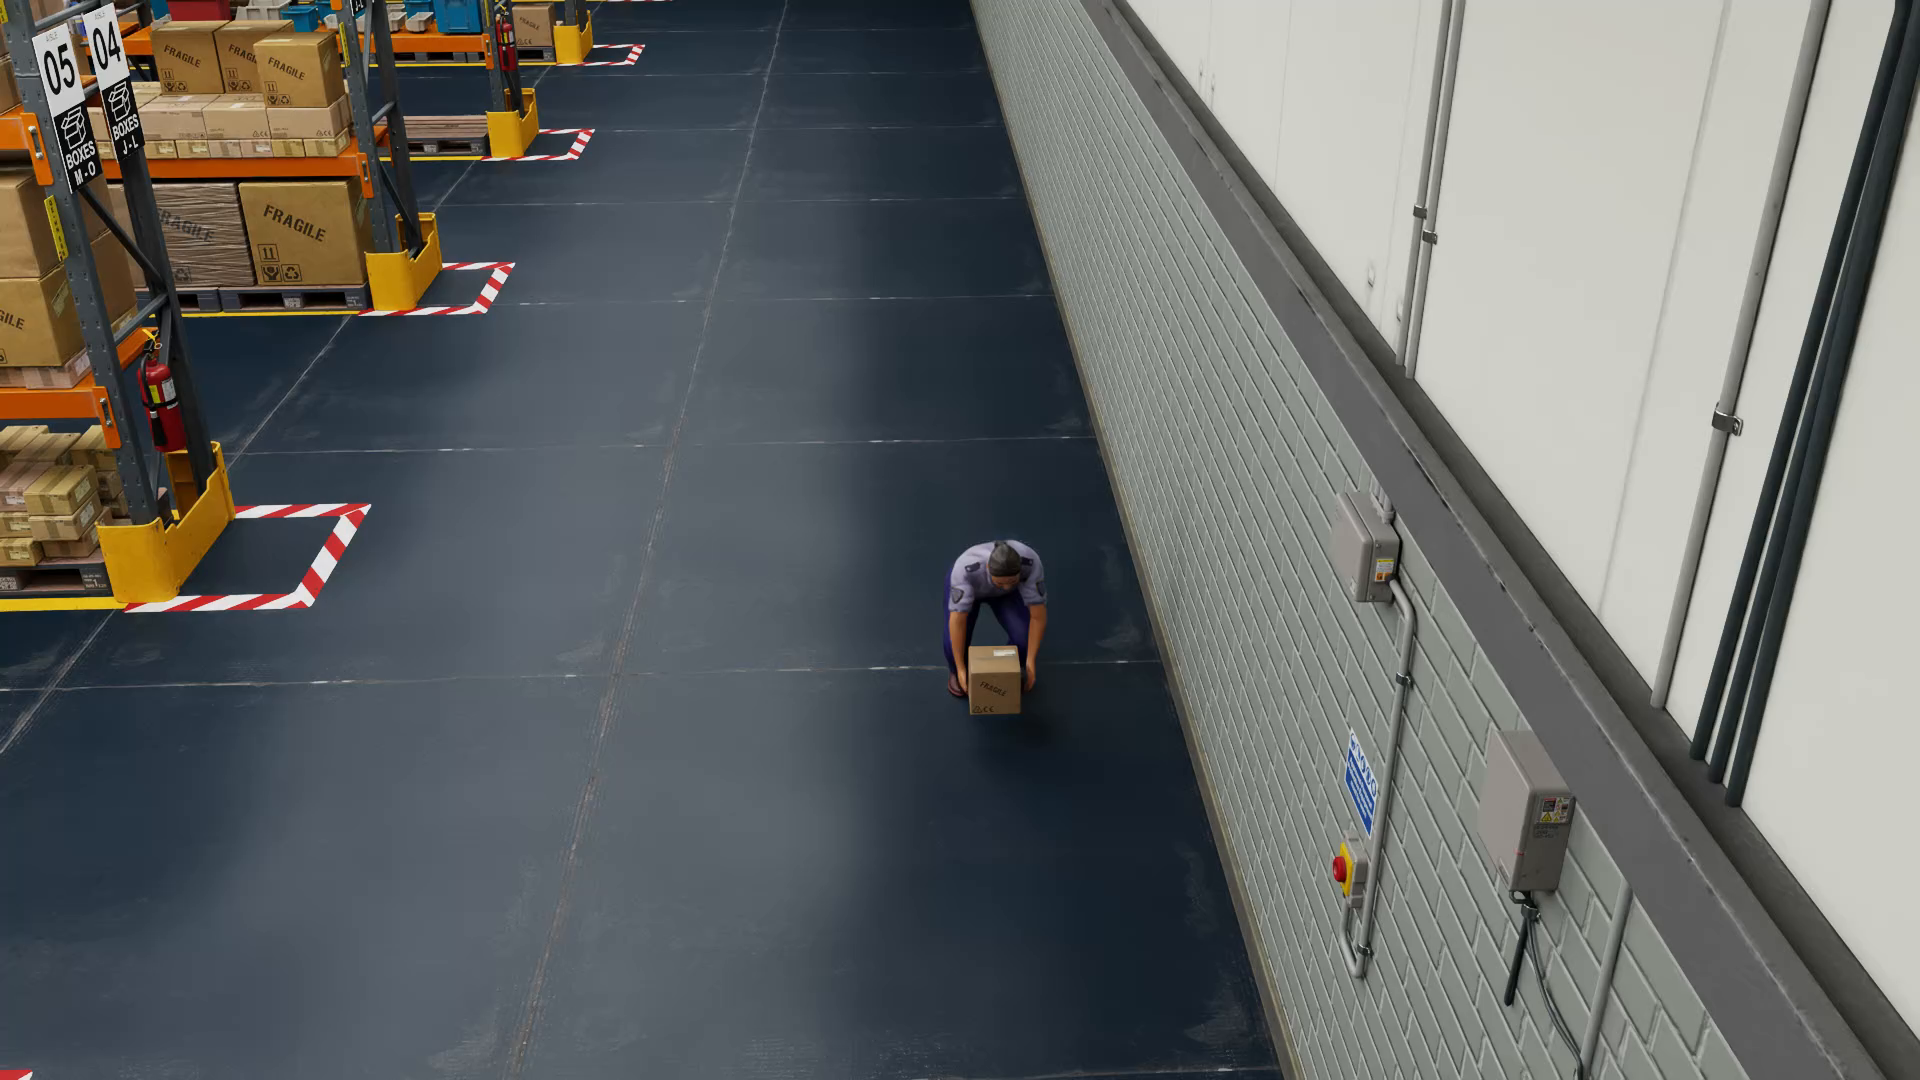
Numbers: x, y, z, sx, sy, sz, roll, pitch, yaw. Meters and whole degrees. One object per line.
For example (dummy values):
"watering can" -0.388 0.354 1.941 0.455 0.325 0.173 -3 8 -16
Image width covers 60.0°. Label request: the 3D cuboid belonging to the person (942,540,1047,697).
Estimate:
"person" 0.169 0.356 8.627 0.531 1.033 0.795 -1 28 -3
